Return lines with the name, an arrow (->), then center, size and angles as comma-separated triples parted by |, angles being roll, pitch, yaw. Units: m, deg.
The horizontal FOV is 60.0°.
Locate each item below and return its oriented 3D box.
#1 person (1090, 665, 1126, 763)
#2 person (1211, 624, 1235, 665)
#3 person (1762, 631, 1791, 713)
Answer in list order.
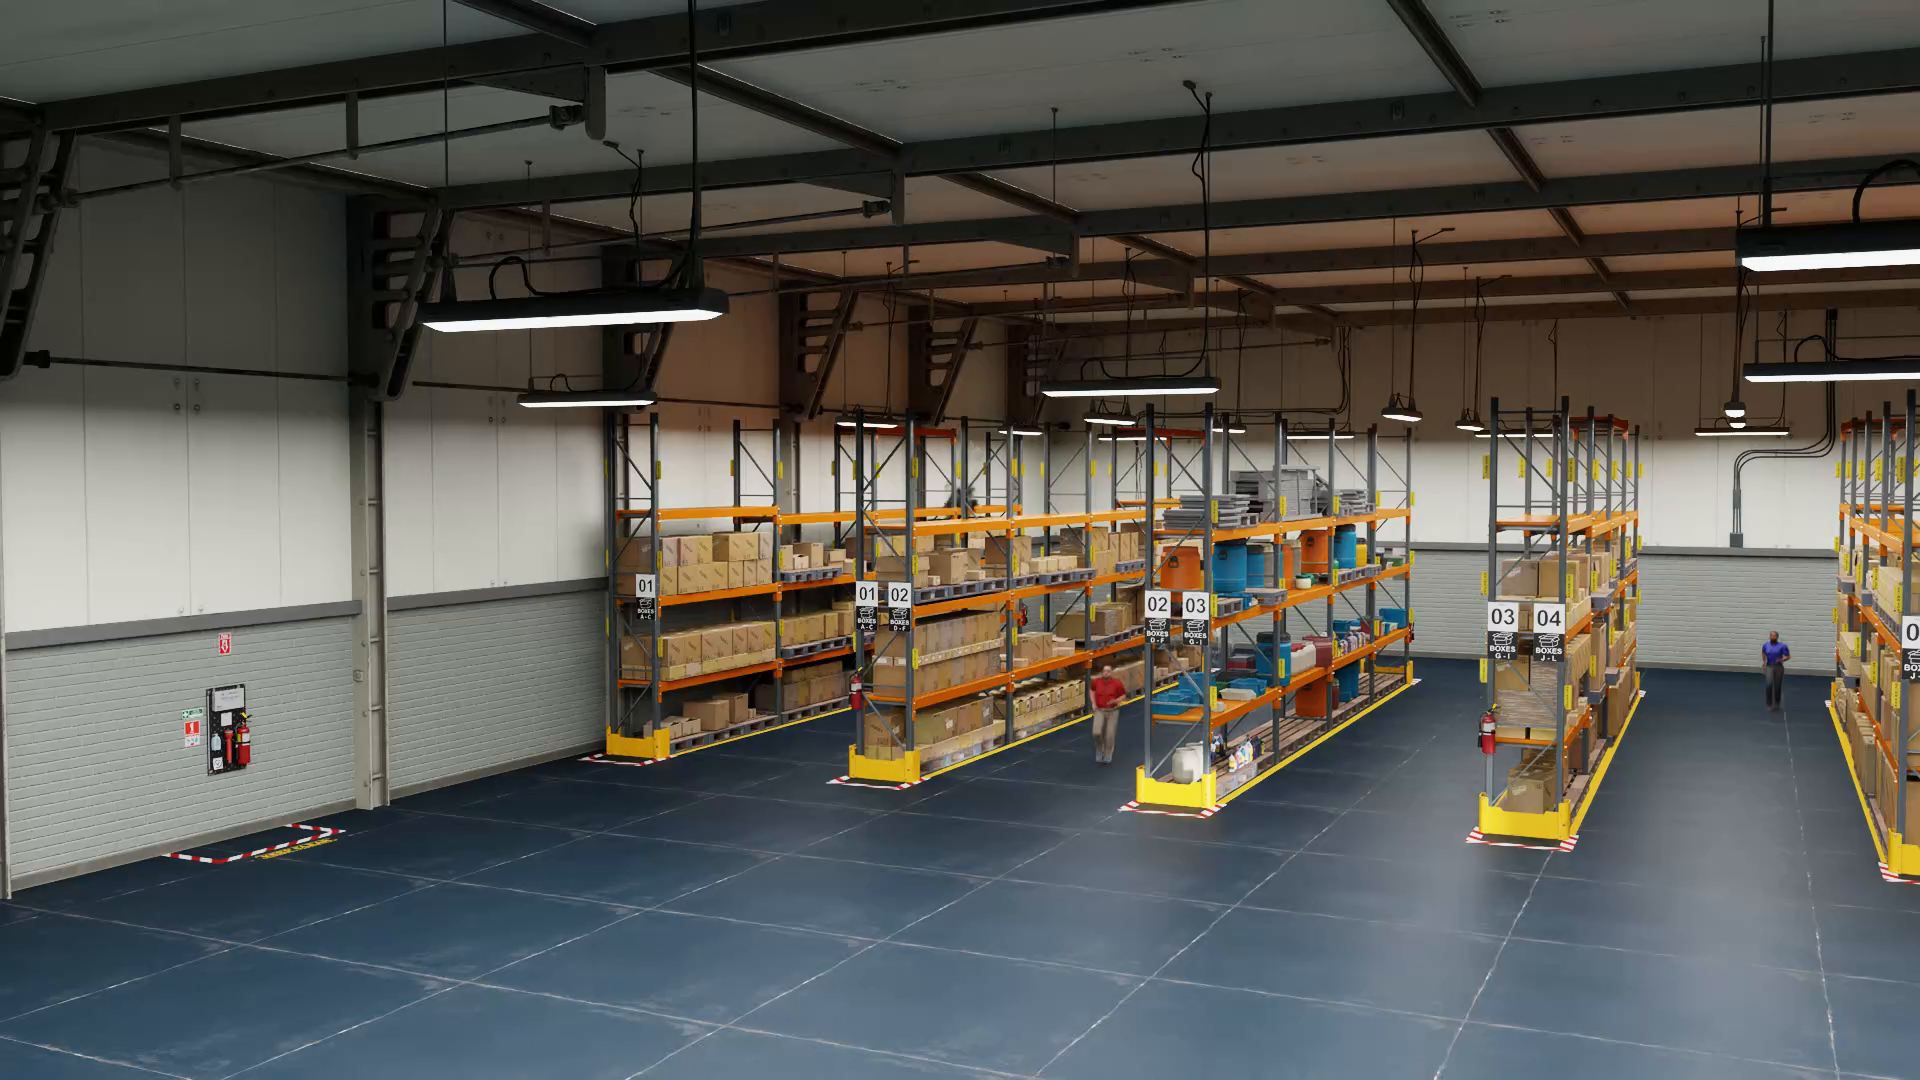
person -> 2.488, 2.961, 28.219 | 0.656, 1.687, 0.682 | 1, 2, 14
person -> 6.593, 2.394, 41.990 | 0.578, 1.703, 0.688 | 2, 3, 42
person -> 16.950, 2.731, 34.554 | 0.564, 1.714, 0.745 | 2, 3, 32
